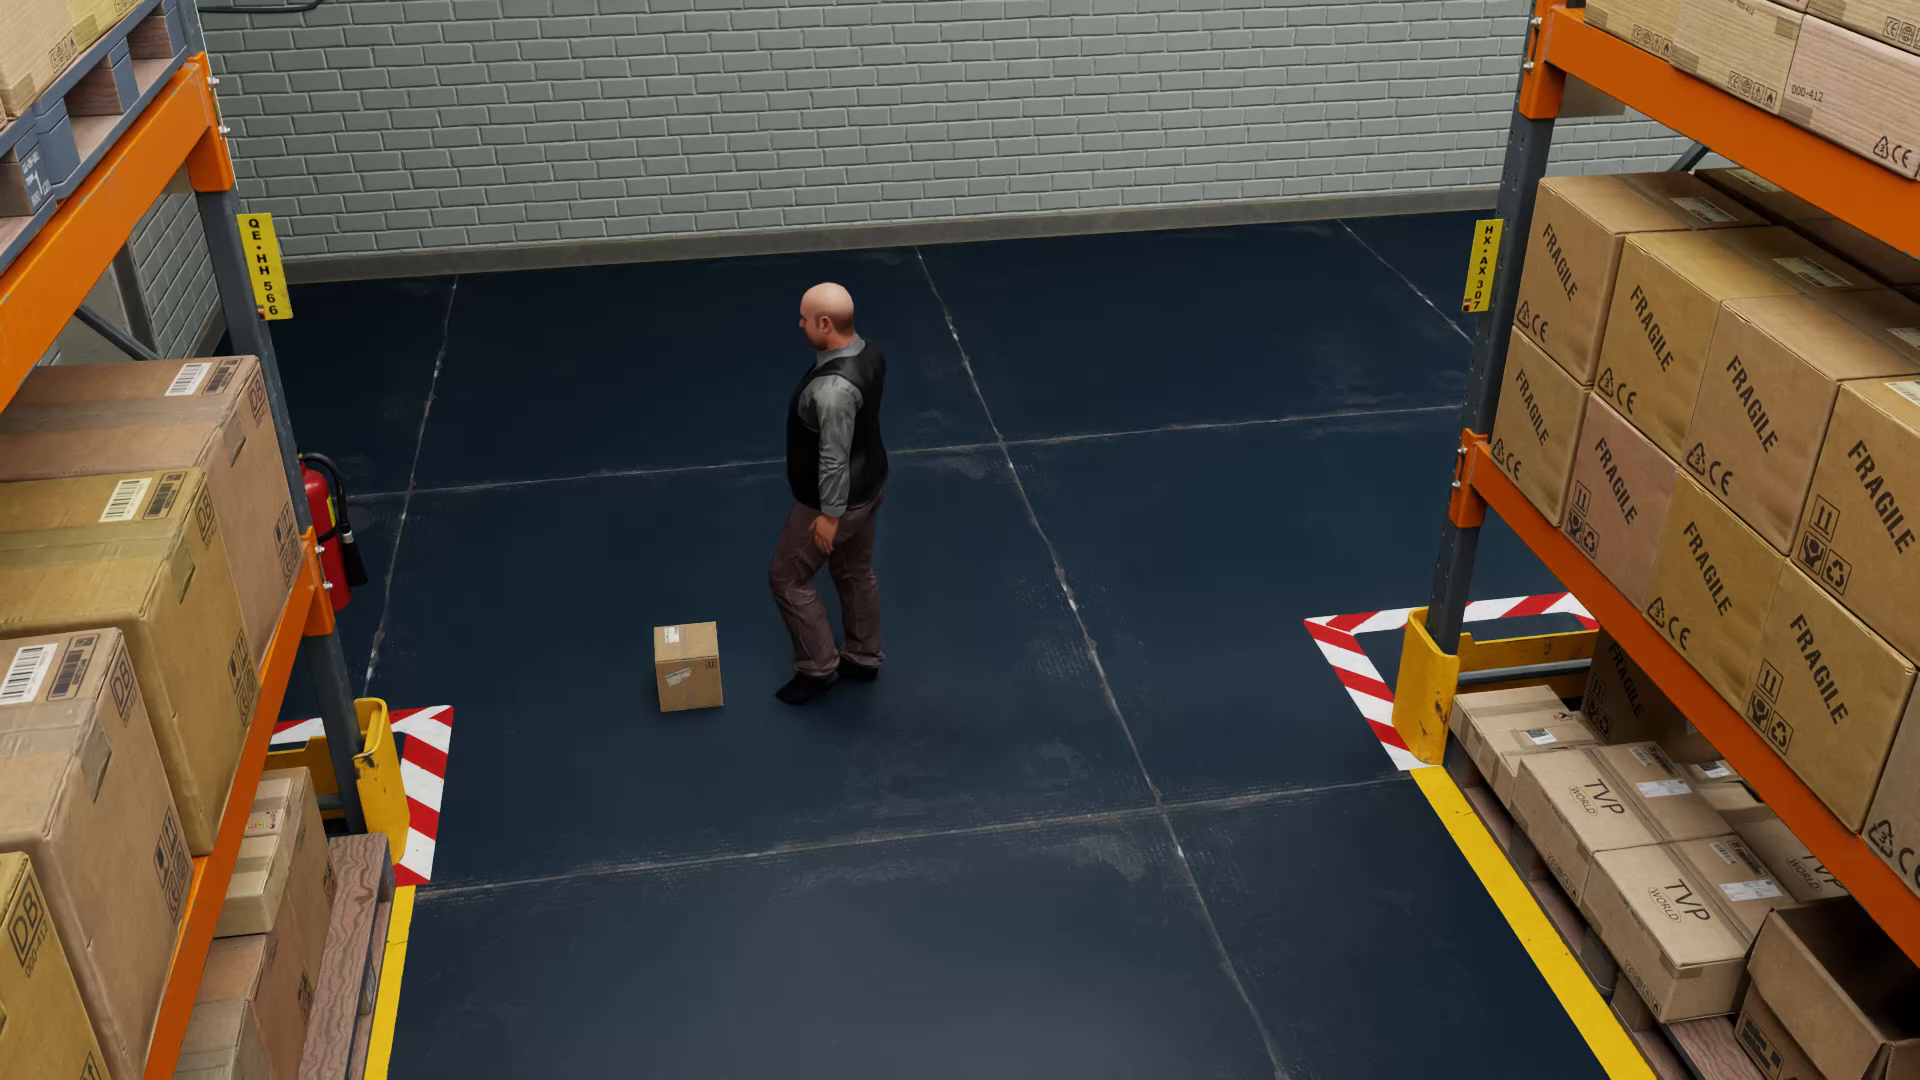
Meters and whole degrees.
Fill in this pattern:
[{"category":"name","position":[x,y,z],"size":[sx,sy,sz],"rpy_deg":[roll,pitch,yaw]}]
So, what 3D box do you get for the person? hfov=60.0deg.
[{"category":"person","position":[-0.510,-0.165,6.469],"size":[0.433,1.771,0.564],"rpy_deg":[8,31,14]}]
